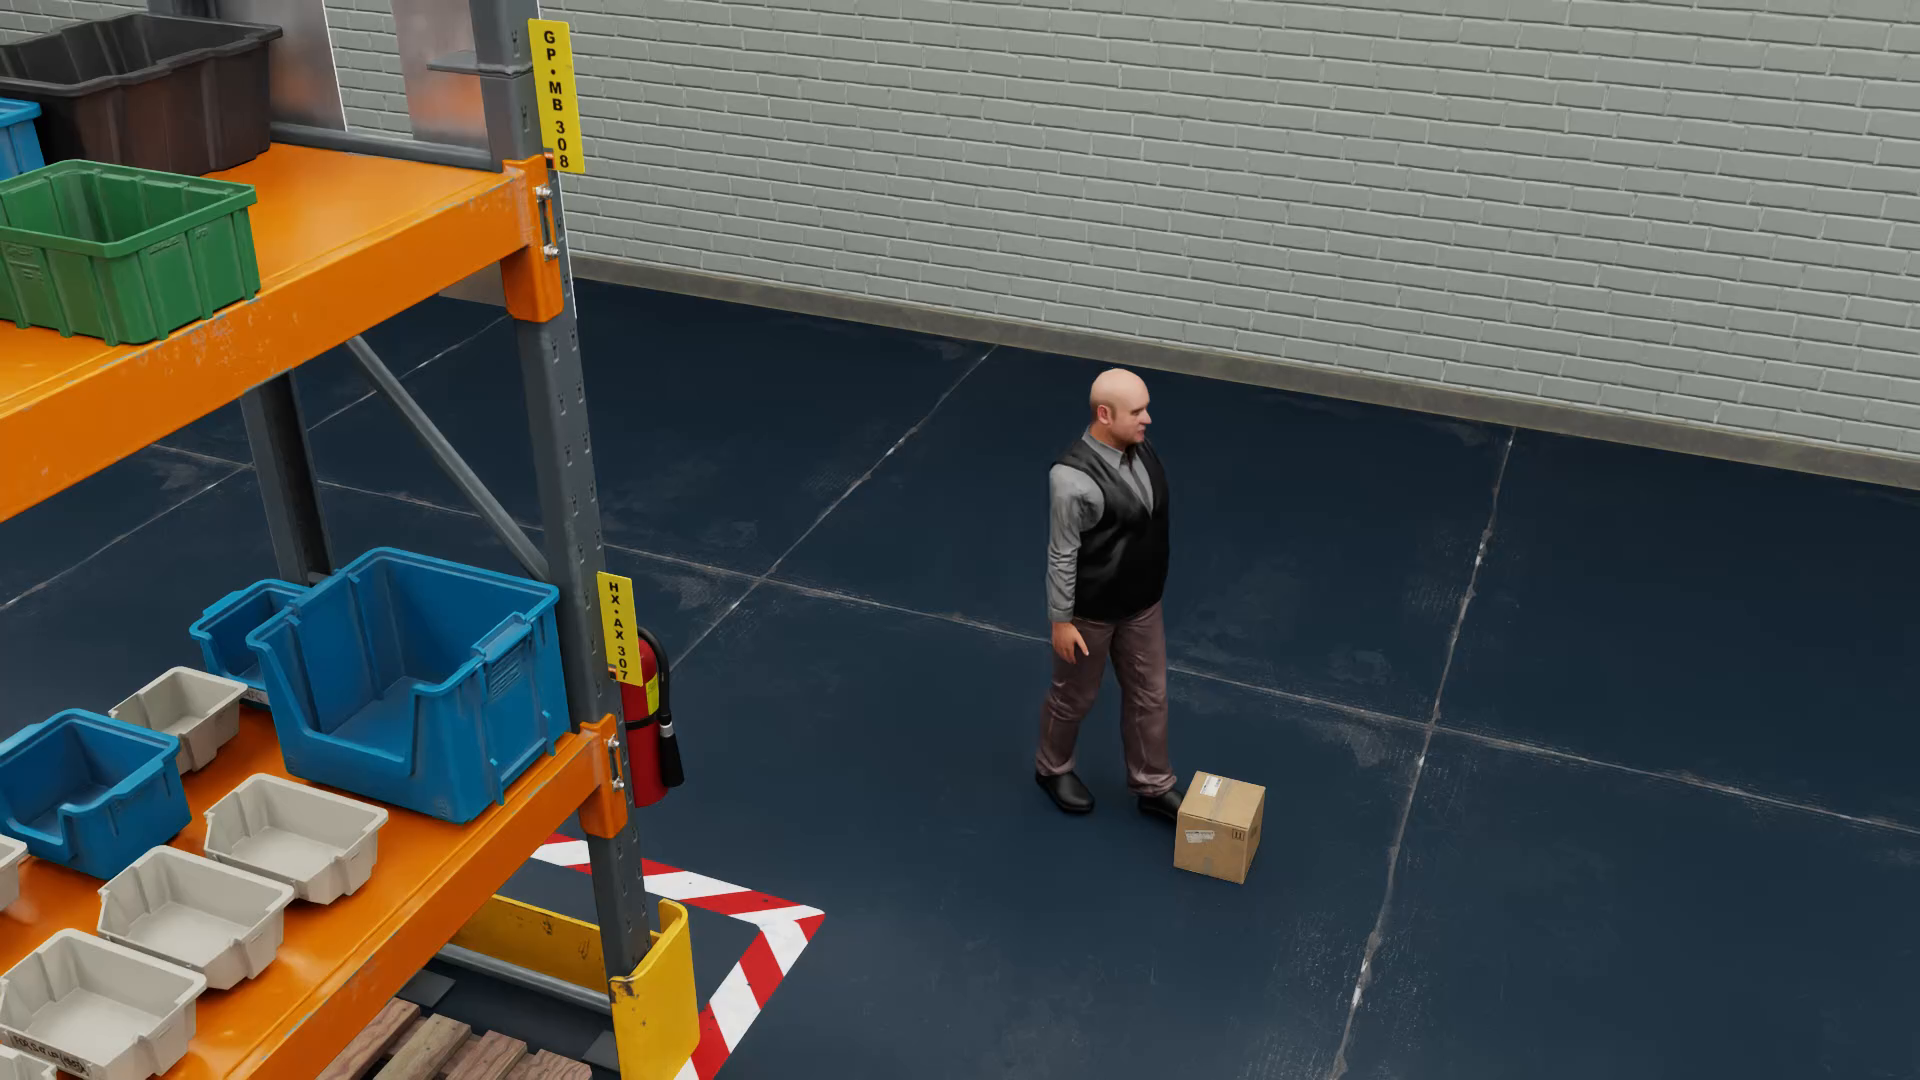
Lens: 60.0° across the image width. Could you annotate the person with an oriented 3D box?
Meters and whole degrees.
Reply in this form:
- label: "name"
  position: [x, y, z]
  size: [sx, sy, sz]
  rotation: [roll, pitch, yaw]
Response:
- label: "person"
  position: [0.559, 0.242, 5.707]
  size: [0.685, 1.719, 0.553]
  rotation: [25, 38, 37]
